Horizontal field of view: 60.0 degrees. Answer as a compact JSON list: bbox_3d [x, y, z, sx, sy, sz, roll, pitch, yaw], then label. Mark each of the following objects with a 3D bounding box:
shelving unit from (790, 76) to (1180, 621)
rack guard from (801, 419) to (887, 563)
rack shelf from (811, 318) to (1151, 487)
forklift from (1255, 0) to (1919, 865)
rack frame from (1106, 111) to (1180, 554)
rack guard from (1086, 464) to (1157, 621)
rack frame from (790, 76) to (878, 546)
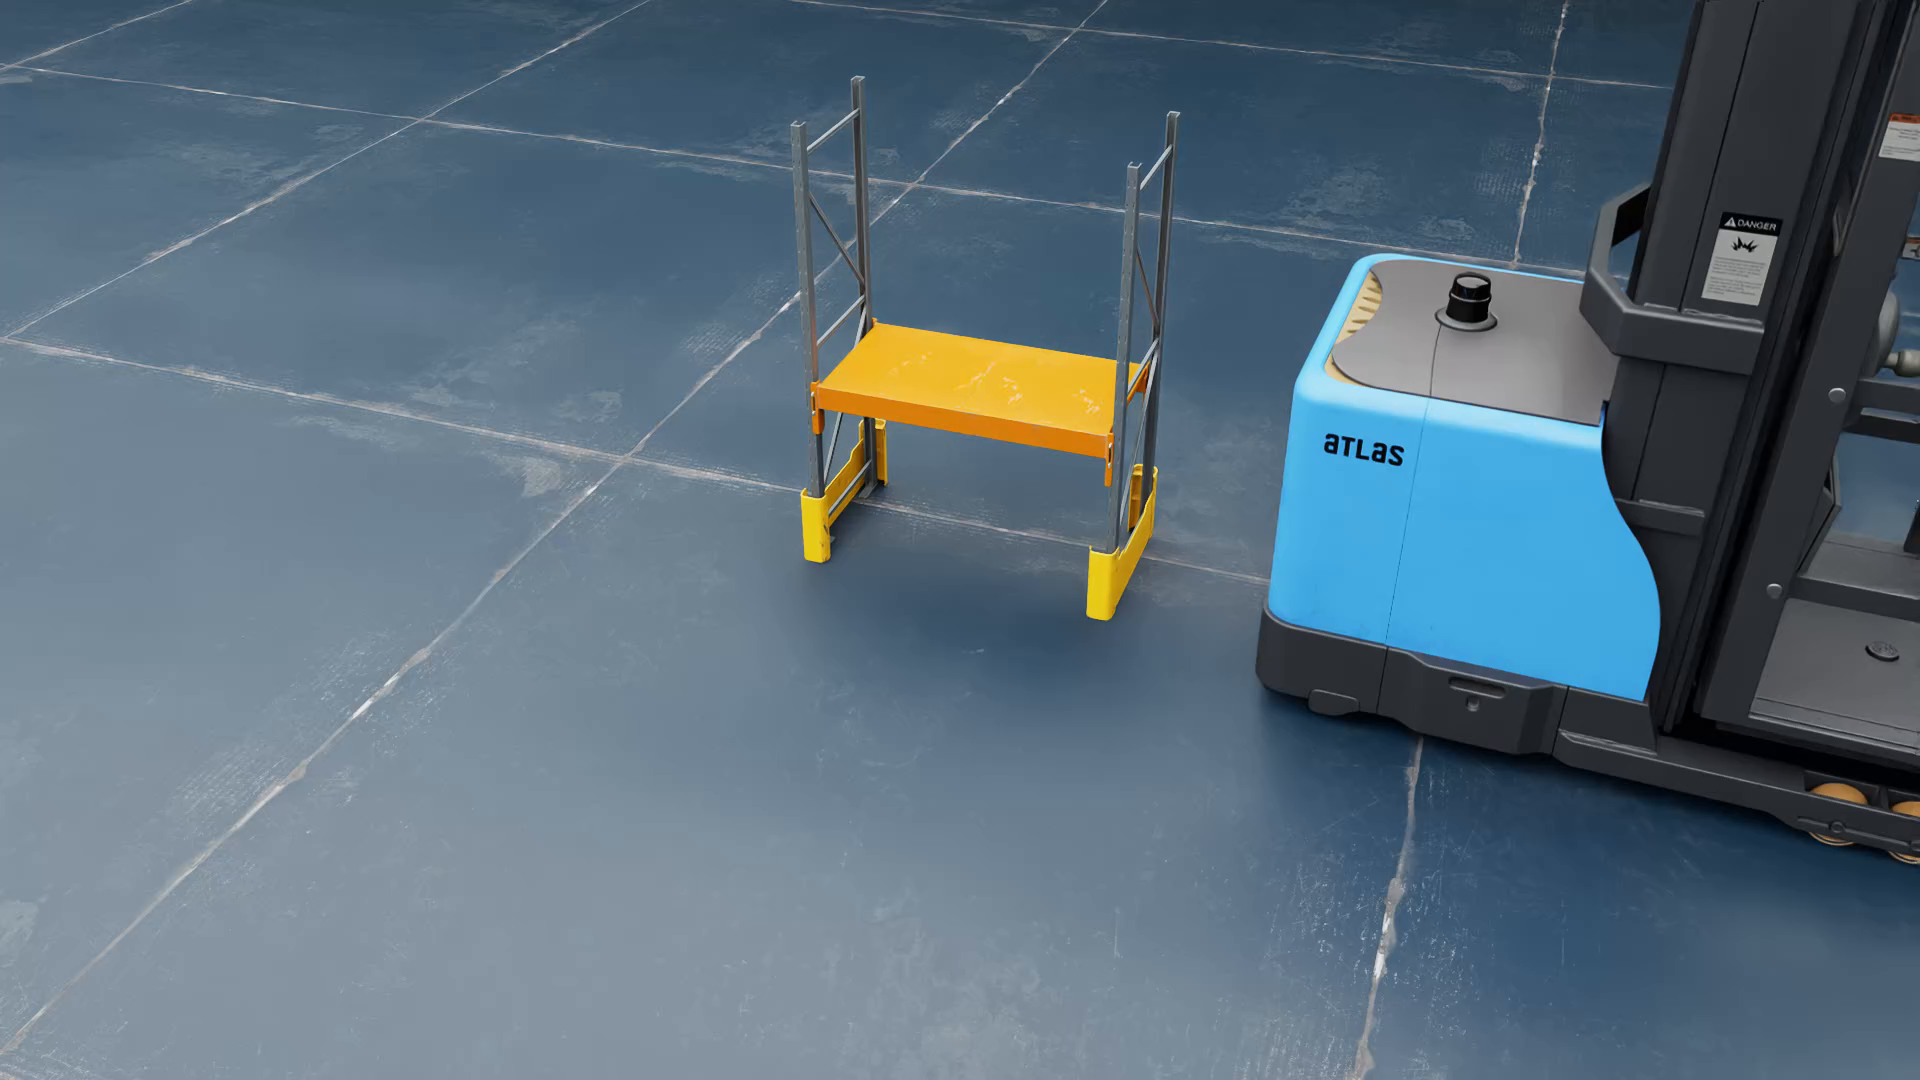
[{"bbox_3d":[0.072,-0.616,5.322,1.083,1.500,0.587,11,34,16],"label":"shelving unit"},{"bbox_3d":[-0.397,-0.182,5.802,0.087,0.250,0.587,11,34,16],"label":"rack guard"},{"bbox_3d":[0.080,-0.463,5.417,1.000,0.185,0.538,11,34,16],"label":"rack shelf"},{"bbox_3d":[2.458,-0.698,4.129,3.031,2.935,1.130,12,35,18],"label":"forklift"},{"bbox_3d":[0.559,-0.521,5.175,0.032,1.500,0.500,11,34,16],"label":"rack frame"},{"bbox_3d":[0.541,0.000,5.519,0.087,0.250,0.587,11,34,16],"label":"rack guard"},{"bbox_3d":[-0.398,-0.707,5.463,0.032,1.500,0.500,11,34,16],"label":"rack frame"}]
